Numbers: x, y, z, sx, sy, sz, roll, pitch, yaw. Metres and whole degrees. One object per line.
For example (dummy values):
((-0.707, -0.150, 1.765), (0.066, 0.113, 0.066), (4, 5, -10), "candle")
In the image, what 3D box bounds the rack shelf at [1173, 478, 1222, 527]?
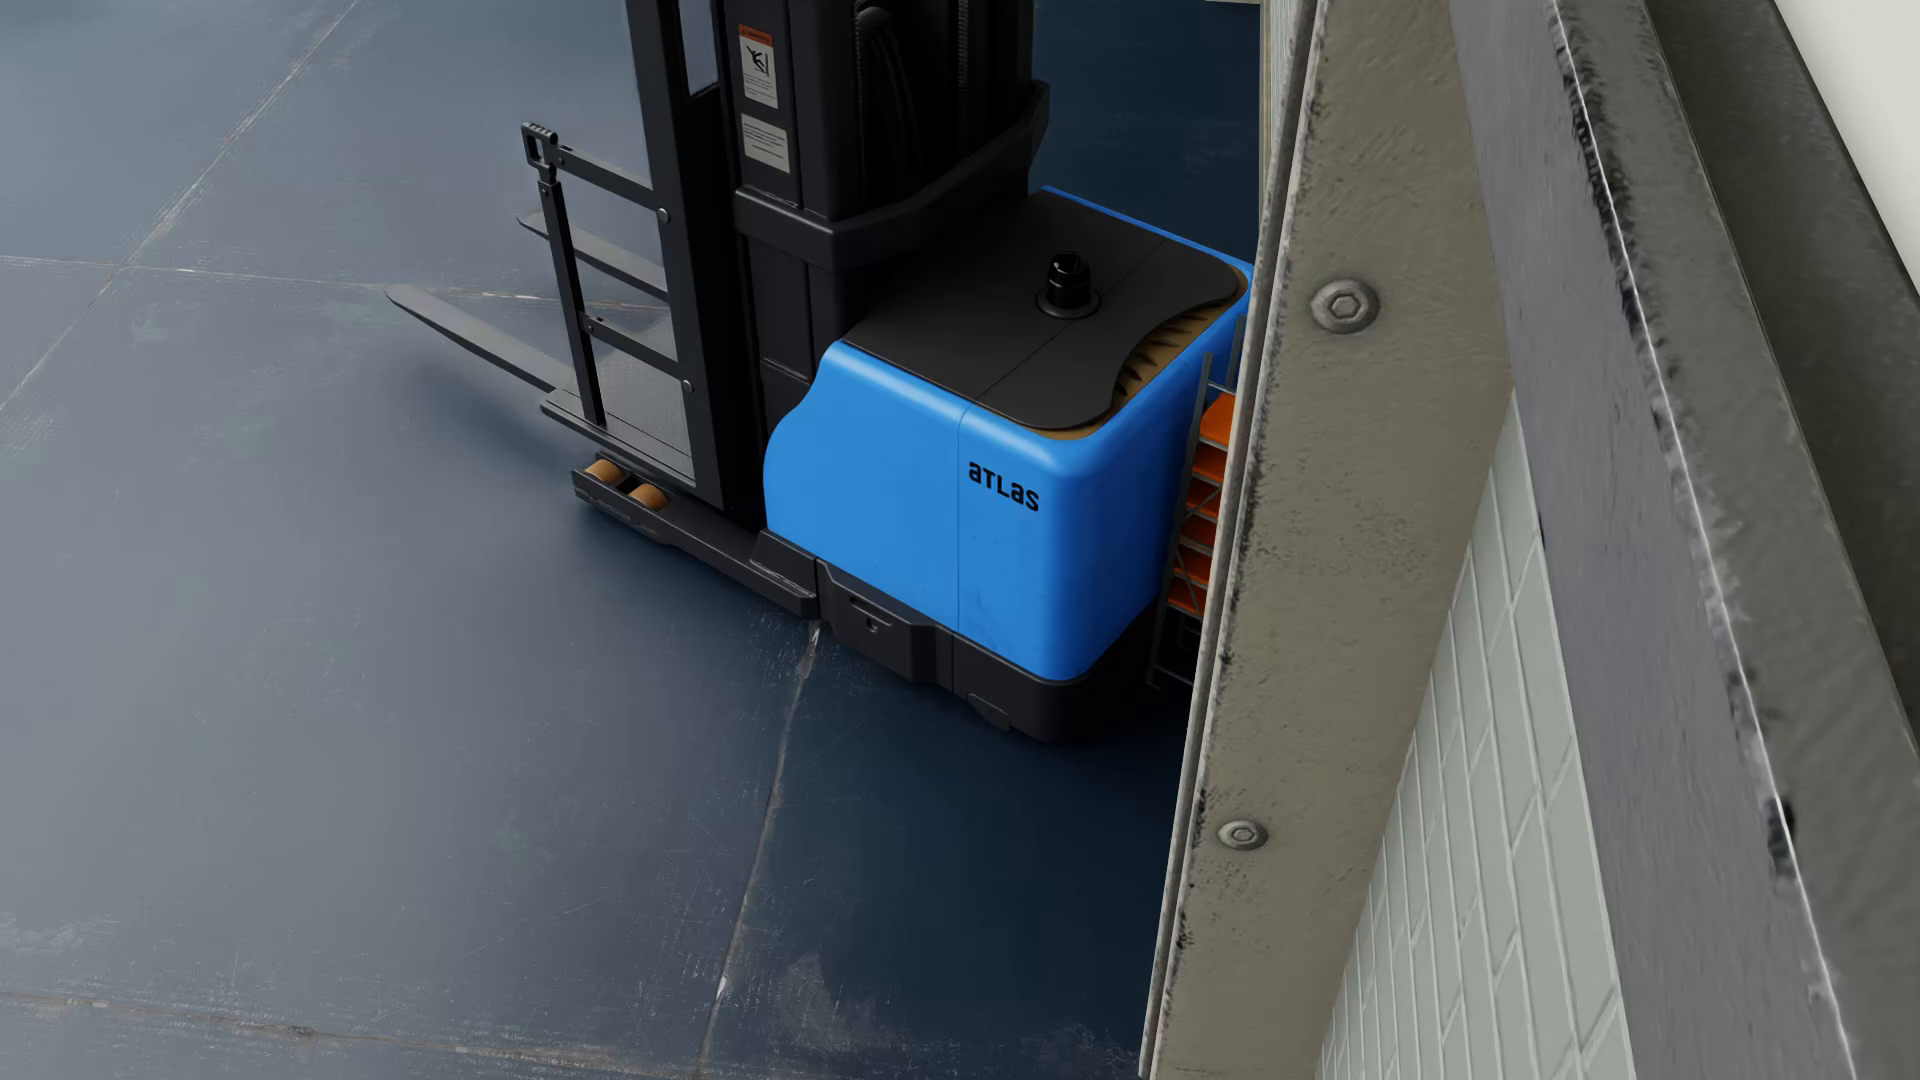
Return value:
((0.713, -0.078, 4.338), (0.258, 0.103, 0.180), (26, 48, 21), "rack shelf")

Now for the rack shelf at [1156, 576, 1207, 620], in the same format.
((0.698, 0.180, 4.589), (0.258, 0.103, 0.180), (26, 48, 21), "rack shelf")

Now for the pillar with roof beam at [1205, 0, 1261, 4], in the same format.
((-2.919, -6.372, 5.435), (9.100, 9.000, 0.400), (5, 44, 6), "pillar with roof beam")

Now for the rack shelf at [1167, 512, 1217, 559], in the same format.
((0.708, 0.008, 4.421), (0.258, 0.103, 0.180), (26, 48, 21), "rack shelf")

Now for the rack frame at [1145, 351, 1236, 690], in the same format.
((0.660, 0.029, 4.334), (0.240, 1.200, 0.006), (26, 48, 21), "rack frame")

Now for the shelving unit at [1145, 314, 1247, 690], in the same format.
((0.710, -0.024, 4.390), (0.258, 1.200, 0.189), (26, 48, 21), "shelving unit")

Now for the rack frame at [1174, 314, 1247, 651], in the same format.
((0.759, -0.076, 4.447), (0.240, 1.200, 0.006), (26, 48, 21), "rack frame")

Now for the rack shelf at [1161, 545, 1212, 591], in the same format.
((0.703, 0.094, 4.505), (0.258, 0.103, 0.180), (26, 48, 21), "rack shelf")

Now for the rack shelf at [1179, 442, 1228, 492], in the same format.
((0.718, -0.163, 4.254), (0.258, 0.103, 0.180), (26, 48, 21), "rack shelf")

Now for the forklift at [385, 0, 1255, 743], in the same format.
((-0.614, -1.338, 4.531), (3.031, 2.935, 1.130), (27, 50, 26), "forklift")

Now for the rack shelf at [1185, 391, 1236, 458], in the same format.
((0.723, -0.249, 4.170), (0.258, 0.103, 0.180), (26, 48, 21), "rack shelf")

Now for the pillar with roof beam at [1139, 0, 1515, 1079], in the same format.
((-3.712, -2.283, 1.116), (9.100, 9.000, 0.400), (5, 44, 6), "pillar with roof beam")
